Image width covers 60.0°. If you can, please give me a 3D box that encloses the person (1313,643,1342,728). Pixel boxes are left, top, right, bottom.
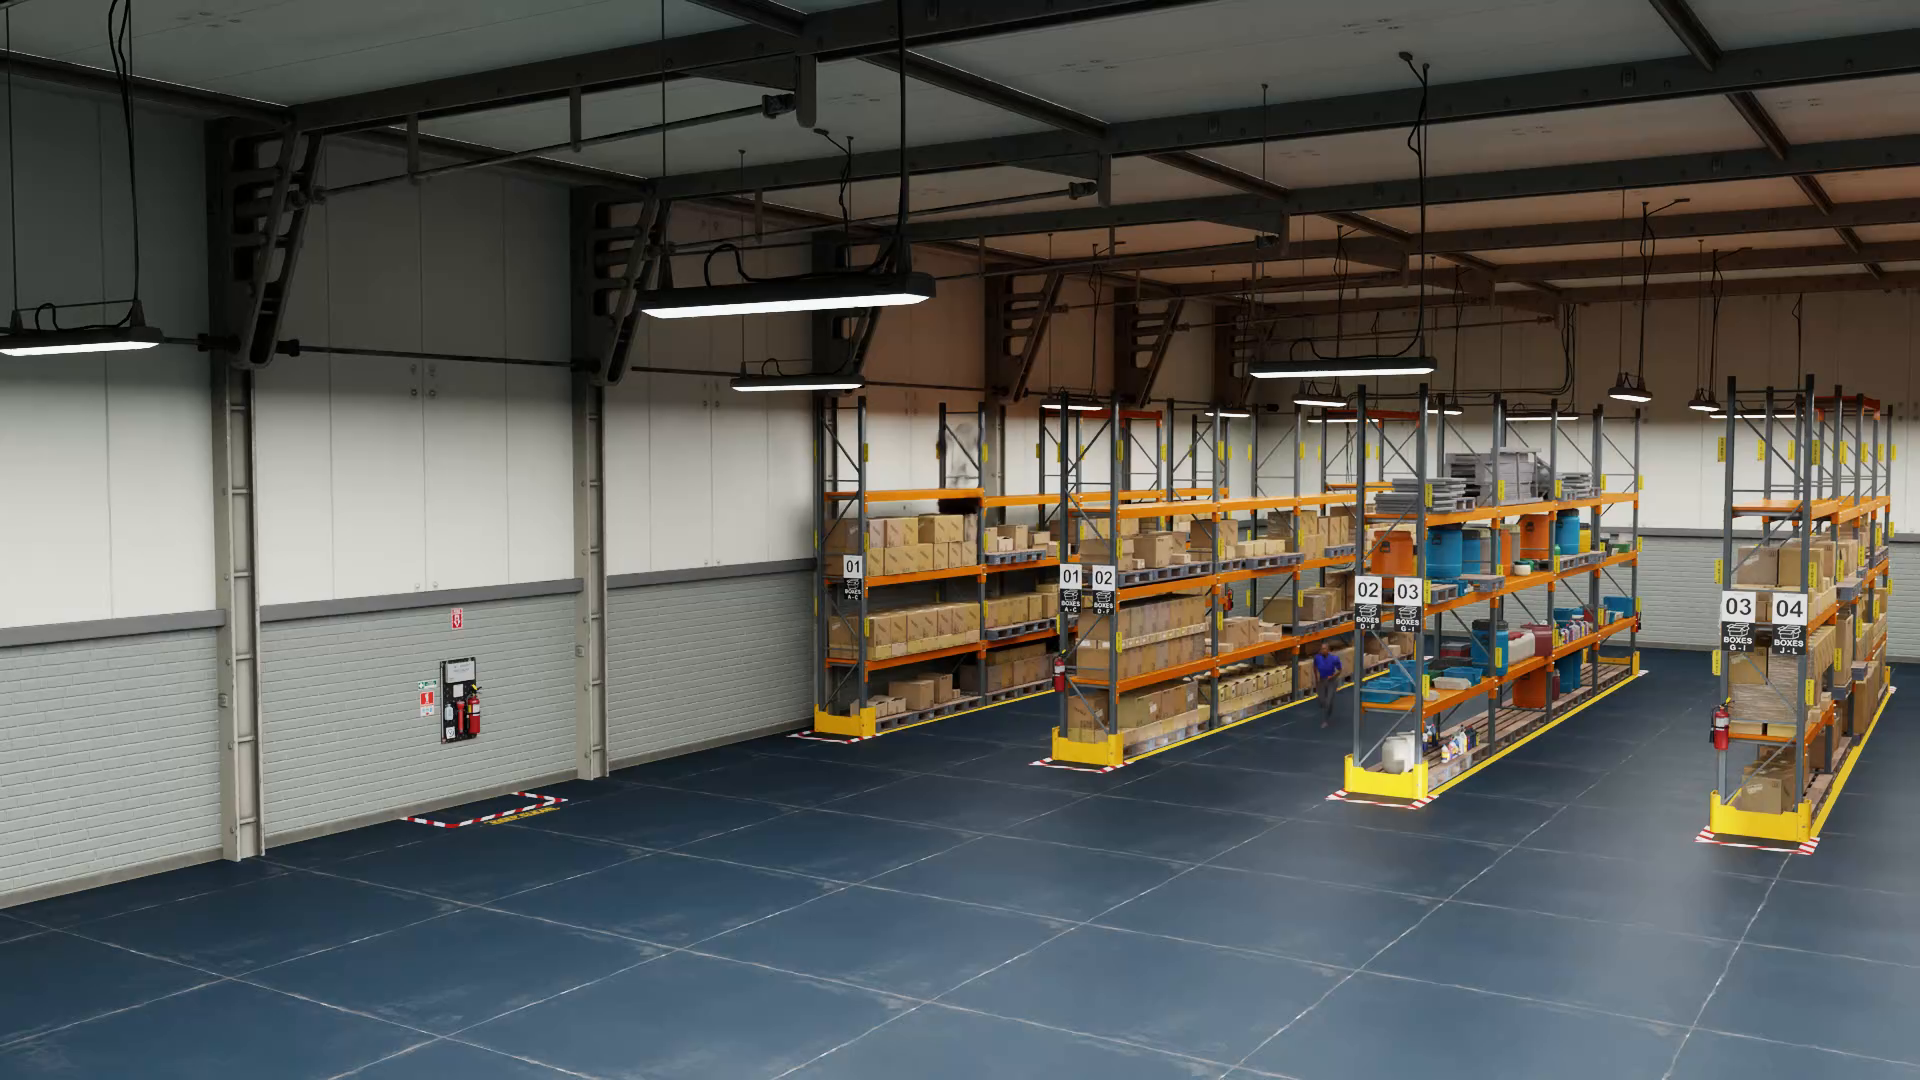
[{"bbox_3d":[6.707,2.648,30.340,0.564,1.575,0.702,1,3,24],"label":"person"}]
